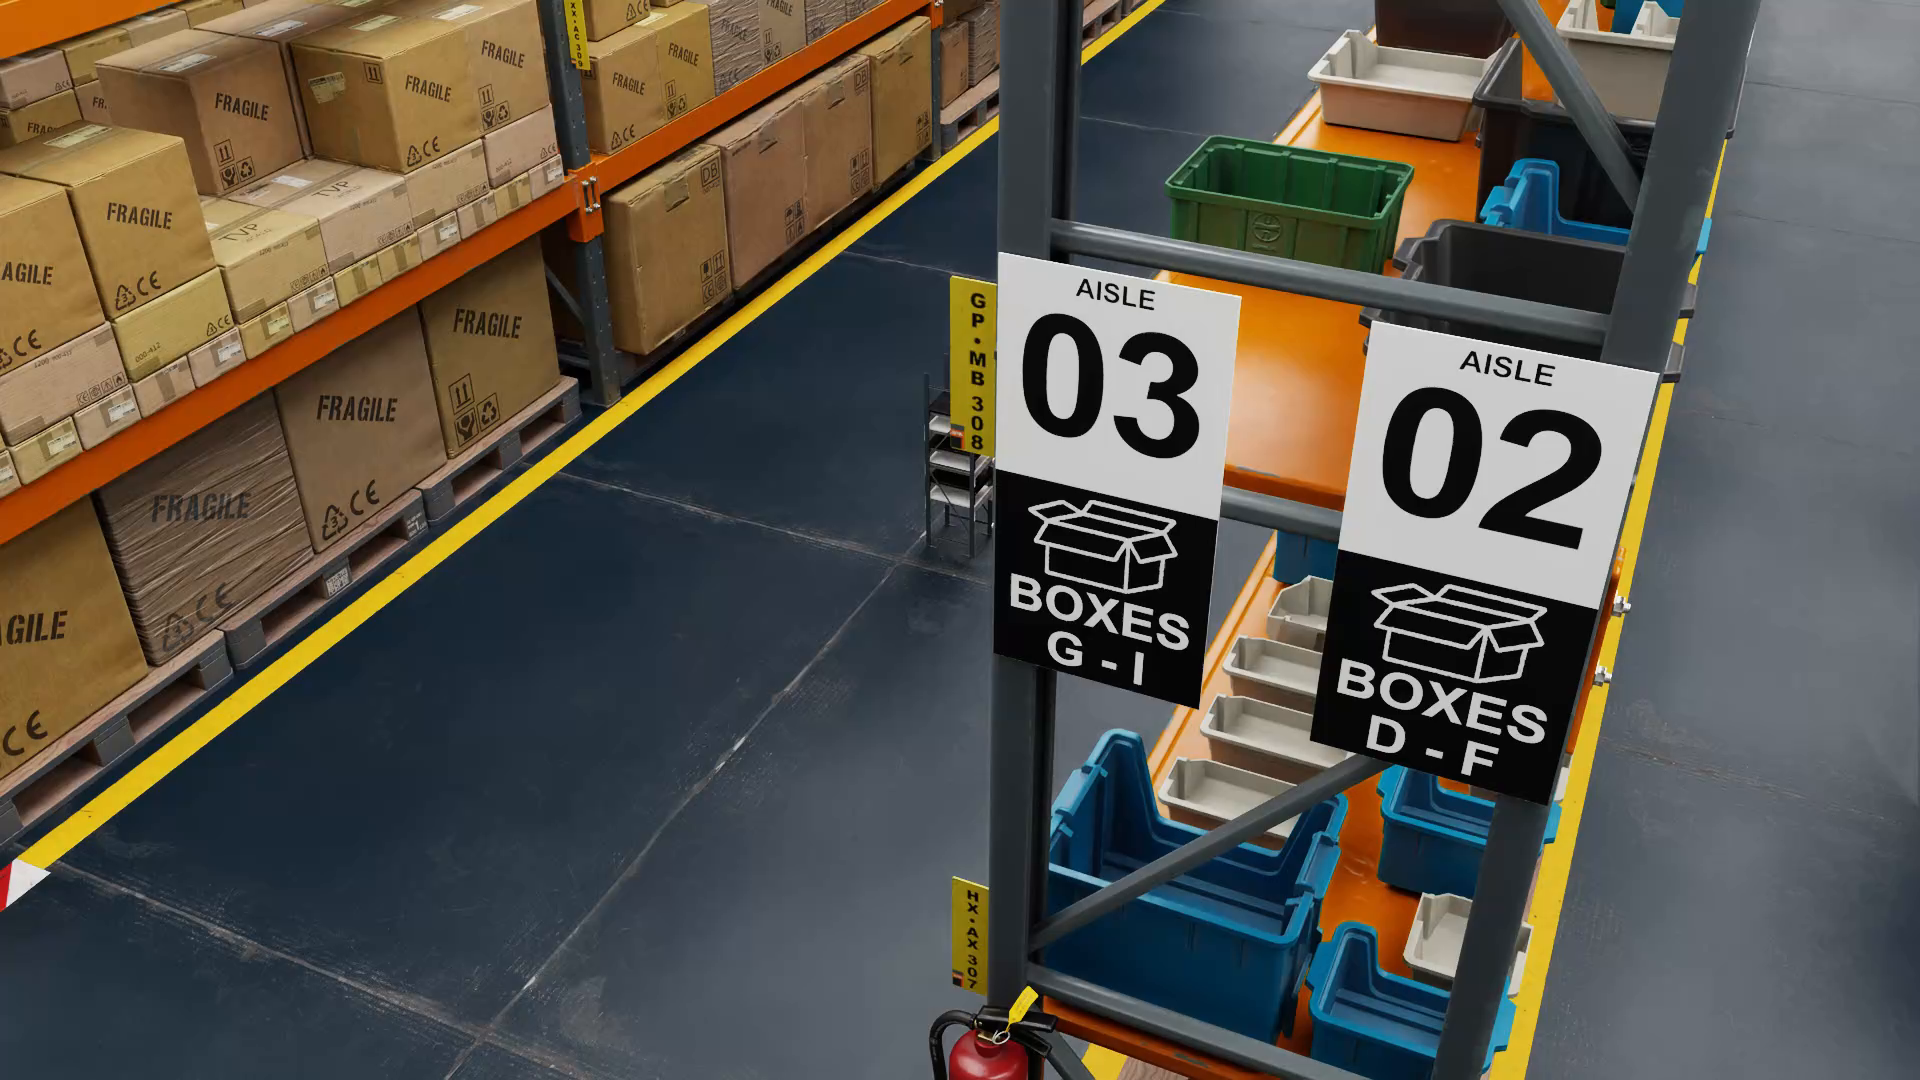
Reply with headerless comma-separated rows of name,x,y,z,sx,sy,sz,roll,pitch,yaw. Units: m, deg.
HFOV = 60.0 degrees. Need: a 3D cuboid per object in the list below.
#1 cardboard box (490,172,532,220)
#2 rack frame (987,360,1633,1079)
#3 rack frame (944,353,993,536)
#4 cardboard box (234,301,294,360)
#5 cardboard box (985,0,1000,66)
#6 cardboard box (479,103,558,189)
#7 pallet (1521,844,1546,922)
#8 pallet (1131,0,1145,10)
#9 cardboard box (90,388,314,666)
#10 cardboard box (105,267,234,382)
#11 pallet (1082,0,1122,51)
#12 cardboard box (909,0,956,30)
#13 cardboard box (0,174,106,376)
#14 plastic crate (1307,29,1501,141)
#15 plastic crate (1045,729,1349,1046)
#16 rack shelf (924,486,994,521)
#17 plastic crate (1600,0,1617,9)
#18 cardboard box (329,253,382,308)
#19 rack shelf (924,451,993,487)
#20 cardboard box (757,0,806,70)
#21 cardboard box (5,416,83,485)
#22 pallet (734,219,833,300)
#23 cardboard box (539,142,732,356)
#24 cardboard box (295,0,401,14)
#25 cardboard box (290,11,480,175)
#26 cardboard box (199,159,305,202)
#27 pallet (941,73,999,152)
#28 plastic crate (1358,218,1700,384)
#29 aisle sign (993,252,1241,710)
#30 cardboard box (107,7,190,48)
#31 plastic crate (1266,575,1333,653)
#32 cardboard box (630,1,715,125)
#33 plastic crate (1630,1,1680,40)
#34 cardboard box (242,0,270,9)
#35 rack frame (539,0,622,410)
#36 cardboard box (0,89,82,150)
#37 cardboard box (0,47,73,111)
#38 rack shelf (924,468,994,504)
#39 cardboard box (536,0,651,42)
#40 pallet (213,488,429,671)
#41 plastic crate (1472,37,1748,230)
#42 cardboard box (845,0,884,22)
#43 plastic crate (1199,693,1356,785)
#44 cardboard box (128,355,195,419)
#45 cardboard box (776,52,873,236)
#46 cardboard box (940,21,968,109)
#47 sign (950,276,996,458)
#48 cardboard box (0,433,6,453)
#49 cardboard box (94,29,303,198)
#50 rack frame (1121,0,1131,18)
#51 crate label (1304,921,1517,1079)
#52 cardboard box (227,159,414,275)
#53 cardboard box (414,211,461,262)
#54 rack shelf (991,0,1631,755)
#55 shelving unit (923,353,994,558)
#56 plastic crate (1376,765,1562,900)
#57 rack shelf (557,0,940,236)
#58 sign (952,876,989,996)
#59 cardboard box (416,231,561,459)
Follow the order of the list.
cardboard box,-2.226,-1.627,7.725,0.380,0.149,0.250,15,36,21
rack frame,0.536,1.041,3.427,1.000,3.000,0.127,14,36,20
rack frame,0.039,-0.423,7.574,0.240,0.900,0.006,14,36,20
cardboard box,-2.872,-0.858,6.552,0.380,0.149,0.250,13,36,19
cardboard box,0.098,-4.120,13.176,0.700,0.500,0.500,17,37,24
cardboard box,-2.235,-1.869,7.731,0.500,0.250,0.500,14,36,20
pallet,1.428,1.200,5.728,1.003,0.211,1.213,14,36,20
pallet,1.307,-5.249,15.562,1.003,0.211,1.213,14,36,20
cardboard box,-3.386,-0.173,6.833,0.875,0.875,0.875,14,36,20
cardboard box,-3.091,-0.844,6.167,0.500,0.250,0.500,13,35,19
pallet,0.734,-4.518,14.448,1.003,0.211,1.213,14,36,20
cardboard box,-0.362,-3.873,12.115,0.500,0.250,0.500,16,36,22
cardboard box,-3.307,-0.897,5.564,0.500,0.500,0.500,13,36,19
plastic crate,1.175,-1.189,4.333,0.437,0.136,0.530,14,36,20
plastic crate,0.507,0.791,3.721,0.616,0.435,0.499,14,36,20
rack shelf,-0.003,-0.194,7.614,0.258,0.077,0.200,14,36,20
plastic crate,2.307,-1.837,5.274,0.450,0.188,0.662,14,36,20
cardboard box,-2.656,-1.116,6.945,0.380,0.149,0.250,14,36,20
rack shelf,-0.003,-0.344,7.515,0.258,0.077,0.200,14,36,20
cardboard box,-1.239,-3.060,9.589,0.500,0.500,0.500,15,36,21
cardboard box,-3.301,-0.347,5.773,0.380,0.149,0.250,13,36,19
pallet,-1.525,-1.933,10.505,1.003,0.211,1.213,14,36,20
cardboard box,-2.039,-1.698,9.159,1.225,0.875,0.875,14,36,21
cardboard box,-2.721,-2.283,7.678,0.500,0.500,0.500,14,36,20
cardboard box,-2.452,-1.924,7.130,0.500,0.500,0.500,15,36,21
cardboard box,-3.147,-1.470,7.121,0.500,0.250,0.500,15,36,22
pallet,-0.287,-3.303,12.594,1.003,0.211,1.213,14,36,20
plastic crate,0.951,-0.287,2.836,0.497,0.269,0.590,14,36,20
aisle sign,0.240,-0.078,2.762,0.394,0.787,0.004,14,36,20
cardboard box,-5.764,-3.546,11.635,0.500,0.250,0.500,16,36,22
plastic crate,1.049,0.241,4.832,0.298,0.136,0.250,14,36,20
cardboard box,-1.660,-2.552,8.815,0.500,0.500,0.500,14,36,21
plastic crate,2.023,-1.375,4.616,0.293,0.136,0.466,14,36,20
cardboard box,-5.327,-4.057,12.415,0.500,0.250,0.500,15,36,21
rack frame,-2.289,-2.088,8.198,1.000,3.000,0.127,14,36,20
cardboard box,-6.201,-2.713,11.049,0.500,0.500,0.500,16,36,22
cardboard box,-6.202,-3.027,10.844,0.500,0.250,0.500,13,35,18
rack shelf,-0.003,-0.269,7.565,0.258,0.077,0.200,14,36,20
cardboard box,-2.029,-2.869,8.384,0.797,0.503,0.637,13,36,19
pallet,-3.187,0.049,7.483,1.003,0.211,1.213,14,36,20
plastic crate,1.425,-0.886,3.686,0.504,0.338,0.767,14,36,20
cardboard box,-0.811,-3.572,10.371,0.500,0.500,0.500,14,36,20
plastic crate,0.847,0.537,4.381,0.396,0.136,0.243,14,36,20
cardboard box,-3.086,-0.604,6.164,0.380,0.149,0.250,13,36,20
cardboard box,-1.303,-2.586,10.513,1.225,0.875,0.875,14,36,21
cardboard box,-0.353,-3.557,12.317,0.700,0.500,0.500,12,35,18
sign,0.030,-0.288,2.814,0.100,0.325,0.005,14,36,20
cardboard box,-3.516,-0.334,5.390,0.500,0.250,0.500,13,36,19
cardboard box,-3.148,-1.779,6.910,0.500,0.500,0.500,13,35,19
rack frame,1.058,-6.072,14.275,1.000,3.000,0.127,14,36,20
crate label,0.939,1.038,3.529,0.416,0.233,0.303,14,36,20
cardboard box,-2.663,-1.357,6.949,0.500,0.250,0.500,15,36,21
cardboard box,-2.441,-1.372,7.335,0.380,0.149,0.250,15,36,21
rack shelf,1.373,-0.909,4.321,1.077,0.370,4.000,14,36,20
shelving unit,-0.003,-0.372,7.497,0.258,0.900,0.210,14,36,20
plastic crate,1.214,0.710,4.029,0.416,0.233,0.300,14,36,20
rack shelf,-1.452,-2.783,9.915,1.077,0.370,4.000,14,36,20
sign,0.030,0.854,3.563,0.100,0.325,0.005,14,36,20
cardboard box,-2.638,-1.064,8.193,0.875,0.875,0.875,14,36,20
